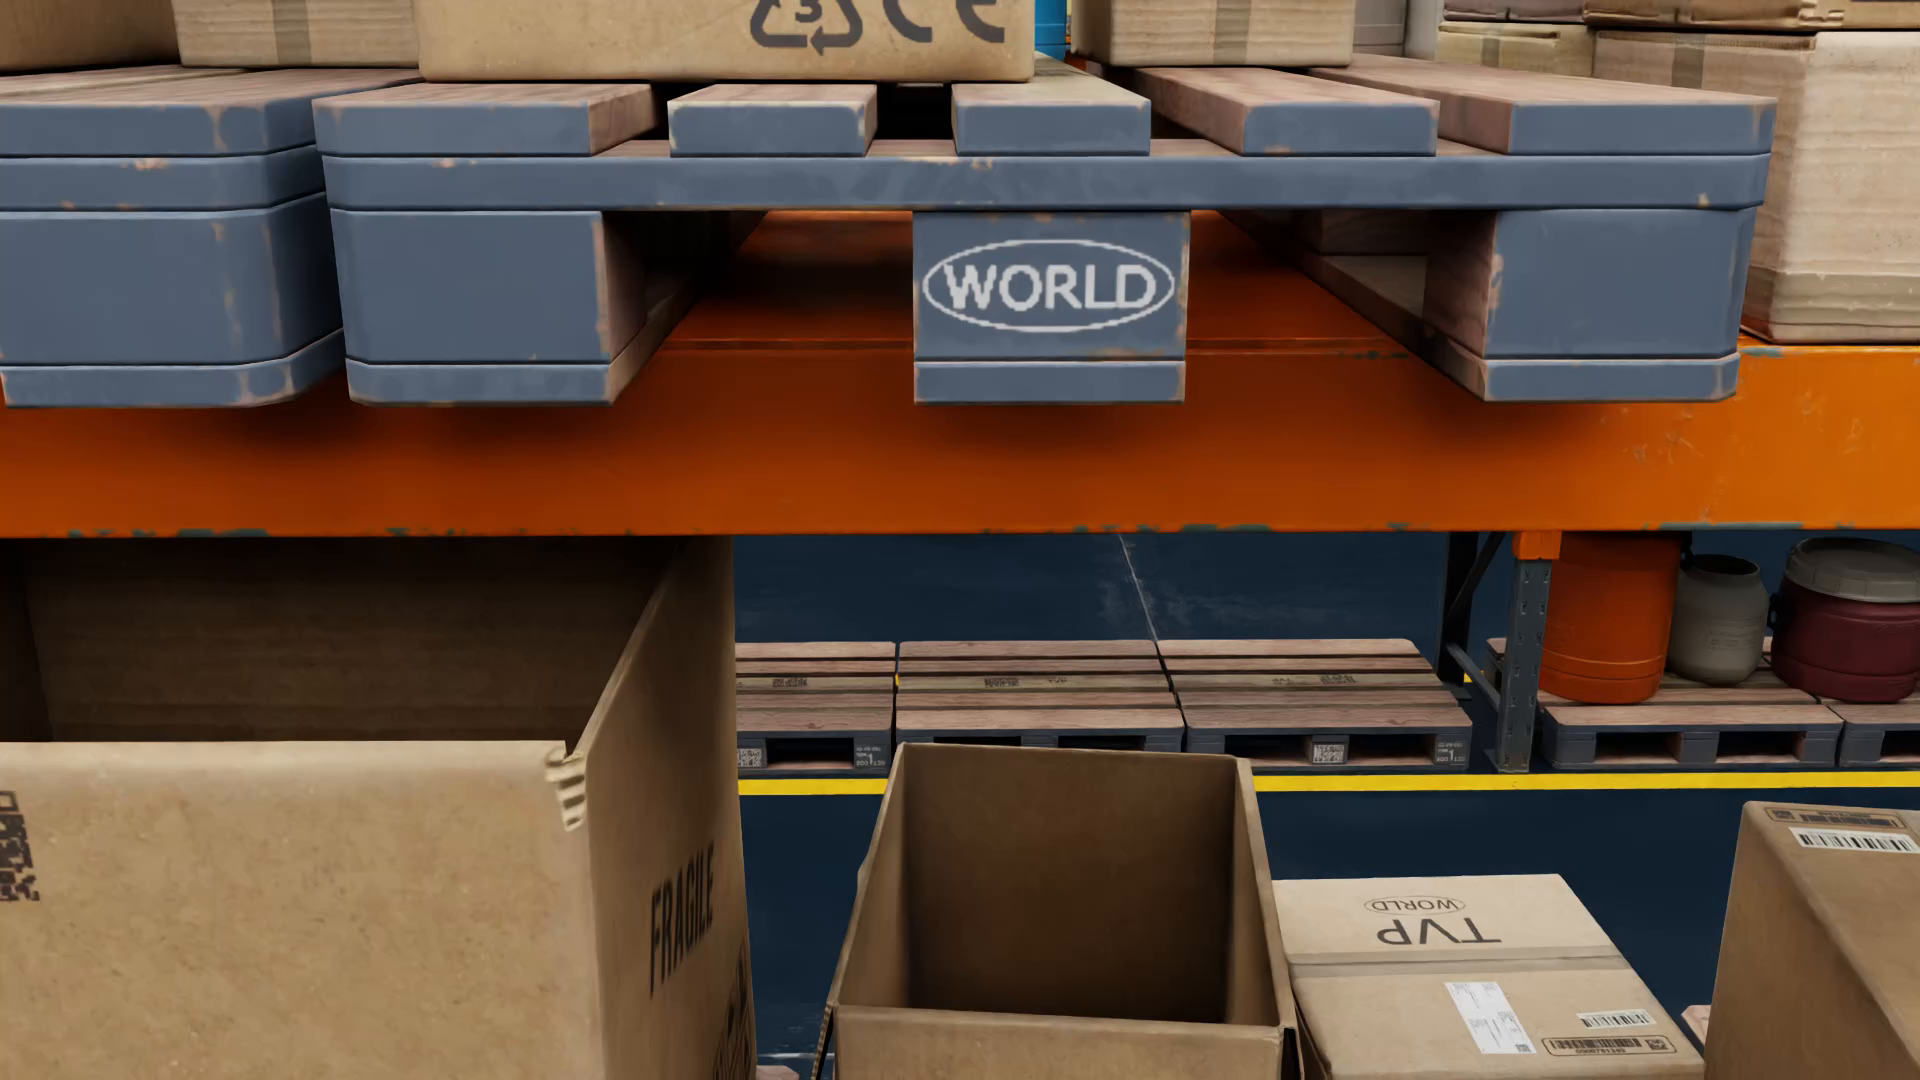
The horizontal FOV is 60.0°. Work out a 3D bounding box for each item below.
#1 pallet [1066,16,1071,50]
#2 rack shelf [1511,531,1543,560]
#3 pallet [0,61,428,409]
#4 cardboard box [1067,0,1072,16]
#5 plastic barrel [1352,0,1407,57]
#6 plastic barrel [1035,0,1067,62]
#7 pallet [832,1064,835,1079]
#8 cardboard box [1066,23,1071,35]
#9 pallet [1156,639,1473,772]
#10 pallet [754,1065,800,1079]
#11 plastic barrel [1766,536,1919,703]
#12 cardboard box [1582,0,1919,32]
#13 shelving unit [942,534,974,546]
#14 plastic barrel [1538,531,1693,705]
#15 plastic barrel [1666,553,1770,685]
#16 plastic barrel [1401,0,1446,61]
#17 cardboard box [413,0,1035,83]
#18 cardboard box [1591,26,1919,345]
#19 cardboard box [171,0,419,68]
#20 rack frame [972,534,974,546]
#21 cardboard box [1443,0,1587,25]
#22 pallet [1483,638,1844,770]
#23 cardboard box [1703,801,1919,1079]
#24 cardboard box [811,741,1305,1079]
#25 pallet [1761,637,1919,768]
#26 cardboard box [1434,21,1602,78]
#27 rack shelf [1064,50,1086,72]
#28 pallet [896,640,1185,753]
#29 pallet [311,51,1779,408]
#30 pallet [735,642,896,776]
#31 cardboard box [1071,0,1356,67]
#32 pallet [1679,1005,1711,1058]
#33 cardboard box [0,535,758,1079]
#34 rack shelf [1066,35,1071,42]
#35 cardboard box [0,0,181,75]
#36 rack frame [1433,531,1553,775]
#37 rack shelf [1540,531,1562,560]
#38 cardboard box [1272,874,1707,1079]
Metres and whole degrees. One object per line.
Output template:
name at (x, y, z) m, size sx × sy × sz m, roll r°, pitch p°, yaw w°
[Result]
pallet at (0.448, -3.411, 11.167) m, size 1.213 × 0.211 × 1.003 m, roll 1°, pitch 18°, yaw 2°
rack shelf at (0.318, -0.244, 7.075) m, size 4.000 × 0.370 × 1.077 m, roll 0°, pitch 18°, yaw -1°
pallet at (-0.985, -0.373, 1.698) m, size 1.003 × 0.211 × 1.213 m, roll 0°, pitch 18°, yaw -1°
cardboard box at (0.694, -3.639, 11.129) m, size 0.500 × 0.250 × 0.500 m, roll -1°, pitch 18°, yaw -2°
plastic barrel at (1.493, -2.325, 6.655) m, size 0.600 × 0.901 × 0.600 m, roll 0°, pitch 18°, yaw 0°
plastic barrel at (0.131, -2.319, 6.634) m, size 0.708 × 0.901 × 0.600 m, roll 0°, pitch 18°, yaw -1°
pallet at (0.417, 1.030, 2.240) m, size 1.213 × 0.211 × 1.003 m, roll 0°, pitch 18°, yaw -1°
cardboard box at (0.864, -5.131, 16.019) m, size 0.637 × 0.503 × 0.797 m, roll 2°, pitch 18°, yaw 7°
pallet at (1.542, 0.724, 7.447) m, size 1.213 × 0.211 × 1.003 m, roll 0°, pitch 18°, yaw -1°
pallet at (-0.837, 1.068, 2.122) m, size 1.213 × 0.211 × 1.003 m, roll 0°, pitch 18°, yaw -1°
plastic barrel at (3.936, 0.339, 7.340) m, size 0.708 × 0.588 × 0.600 m, roll 0°, pitch 18°, yaw -1°
cardboard box at (0.915, -0.715, 1.474) m, size 0.500 × 0.500 × 0.500 m, roll 0°, pitch 18°, yaw 0°
shelving unit at (-0.014, -0.571, 9.864) m, size 0.189 × 1.200 × 0.258 m, roll 0°, pitch 18°, yaw -1°
plastic barrel at (2.807, 0.230, 7.286) m, size 0.708 × 0.830 × 0.600 m, roll 0°, pitch 18°, yaw -1°
plastic barrel at (3.370, 0.351, 7.428) m, size 0.421 × 0.512 × 0.421 m, roll 0°, pitch 18°, yaw 0°
plastic barrel at (2.002, -2.170, 6.807) m, size 0.421 × 0.512 × 0.421 m, roll 0°, pitch 18°, yaw 0°
cardboard box at (-0.190, -0.718, 1.609) m, size 0.637 × 0.503 × 0.797 m, roll 0°, pitch 18°, yaw 1°
cardboard box at (0.926, -0.355, 1.578) m, size 0.500 × 0.250 × 0.500 m, roll 0°, pitch 18°, yaw 1°
cardboard box at (-0.665, -0.664, 1.827) m, size 0.258 × 0.266 × 0.396 m, roll 0°, pitch 18°, yaw 1°
rack frame at (0.077, -0.572, 9.865) m, size 0.006 × 1.200 × 0.240 m, roll 0°, pitch 18°, yaw -1°
cardboard box at (0.912, -0.868, 1.949) m, size 0.500 × 0.500 × 0.500 m, roll -1°, pitch 18°, yaw -2°
pallet at (3.105, 0.715, 7.473) m, size 1.213 × 0.211 × 1.003 m, roll 0°, pitch 18°, yaw -1°
cardboard box at (1.300, 0.717, 2.050) m, size 0.500 × 0.500 × 0.700 m, roll 2°, pitch 18°, yaw 7°
cardboard box at (0.128, 0.650, 2.254) m, size 0.637 × 0.503 × 0.797 m, roll 2°, pitch 18°, yaw 5°
pallet at (4.322, 0.710, 7.488) m, size 1.213 × 0.211 × 1.003 m, roll 0°, pitch 18°, yaw -1°
cardboard box at (0.895, -0.508, 2.055) m, size 0.500 × 0.250 × 0.500 m, roll 0°, pitch 18°, yaw 0°
rack shelf at (0.243, -3.185, 11.333) m, size 4.000 × 0.370 × 1.077 m, roll 0°, pitch 18°, yaw -1°
pallet at (0.326, 0.729, 7.431) m, size 1.213 × 0.211 × 1.003 m, roll 0°, pitch 18°, yaw -1°
pallet at (0.052, -0.379, 1.716) m, size 1.003 × 0.211 × 1.213 m, roll 0°, pitch 18°, yaw -1°
pallet at (-0.897, 0.735, 7.410) m, size 1.213 × 0.211 × 1.003 m, roll 0°, pitch 18°, yaw -1°
cardboard box at (0.270, -0.621, 1.856) m, size 0.250 × 0.166 × 0.380 m, roll -1°, pitch 18°, yaw -2°
pallet at (1.685, 1.044, 2.197) m, size 1.003 × 0.211 × 1.213 m, roll 0°, pitch 18°, yaw -1°
cardboard box at (-0.807, 0.489, 1.942) m, size 1.000 × 1.000 × 1.000 m, roll 0°, pitch 18°, yaw 0°
rack shelf at (0.162, -4.698, 16.049) m, size 4.000 × 0.370 × 1.077 m, roll 0°, pitch 18°, yaw -1°
cardboard box at (-1.132, -0.714, 1.594) m, size 0.637 × 0.503 × 0.797 m, roll -1°, pitch 18°, yaw -4°
rack frame at (2.318, -0.596, 6.995) m, size 0.127 × 3.000 × 1.000 m, roll 0°, pitch 18°, yaw -1°
rack shelf at (4.317, -0.263, 7.135) m, size 4.000 × 0.370 × 1.077 m, roll 0°, pitch 18°, yaw -1°
cardboard box at (0.716, 0.726, 2.432) m, size 0.500 × 0.250 × 0.500 m, roll -1°, pitch 18°, yaw -2°
